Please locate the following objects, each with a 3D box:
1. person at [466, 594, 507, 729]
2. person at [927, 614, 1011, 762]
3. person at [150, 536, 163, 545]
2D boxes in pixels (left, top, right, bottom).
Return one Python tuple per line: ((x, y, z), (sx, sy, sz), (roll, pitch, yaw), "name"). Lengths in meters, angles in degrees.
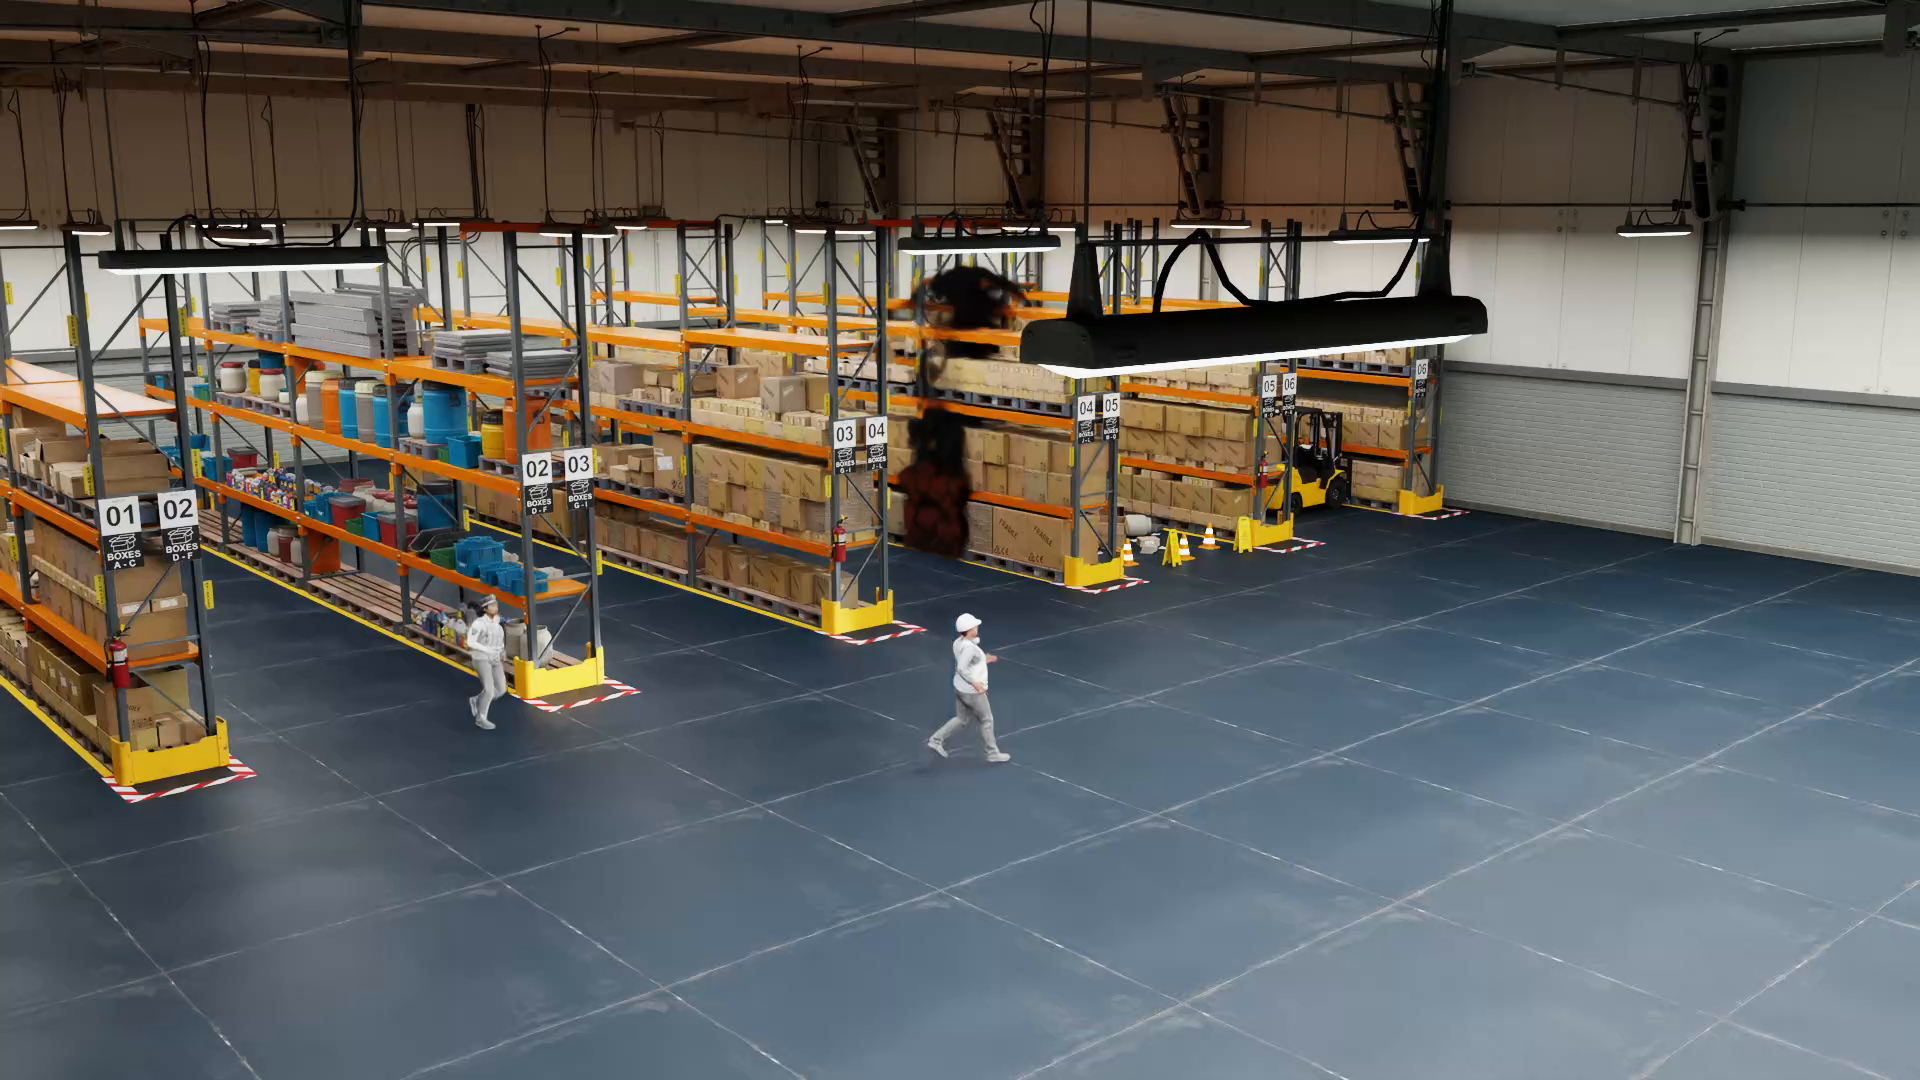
((-5.797, 1.475, 20.478), (0.592, 1.652, 0.643), (6, 13, 26), "person")
((0.113, 1.691, 18.917), (0.961, 1.749, 0.659), (-4, 12, -19), "person")
((-13.266, 0.003, 27.689), (0.591, 1.715, 0.777), (-9, 14, -37), "person")
